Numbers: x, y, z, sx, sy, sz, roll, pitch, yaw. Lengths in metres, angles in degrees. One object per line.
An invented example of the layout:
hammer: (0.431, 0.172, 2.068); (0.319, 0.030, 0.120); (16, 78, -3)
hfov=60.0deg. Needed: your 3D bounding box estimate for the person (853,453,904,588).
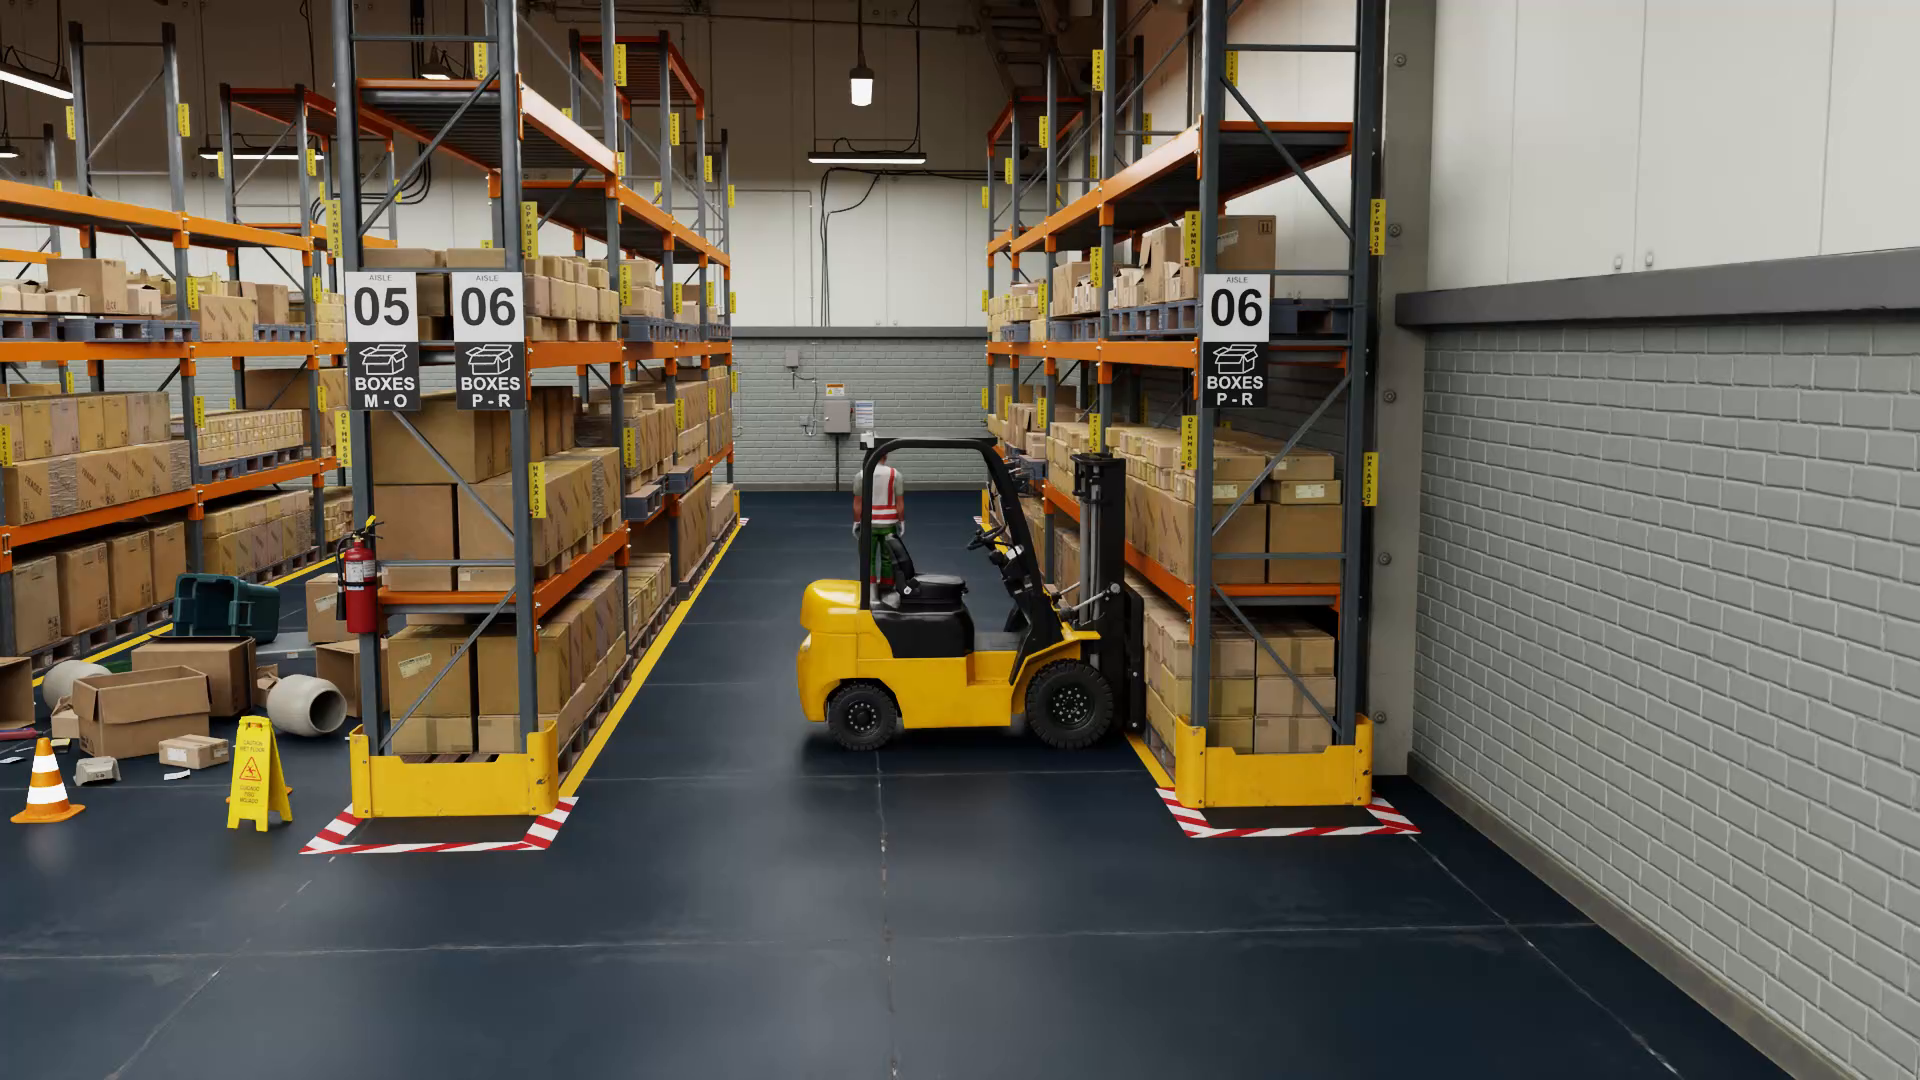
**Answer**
person: (-0.851, -0.146, 17.397); (0.538, 1.812, 0.598); (0, 7, -3)
